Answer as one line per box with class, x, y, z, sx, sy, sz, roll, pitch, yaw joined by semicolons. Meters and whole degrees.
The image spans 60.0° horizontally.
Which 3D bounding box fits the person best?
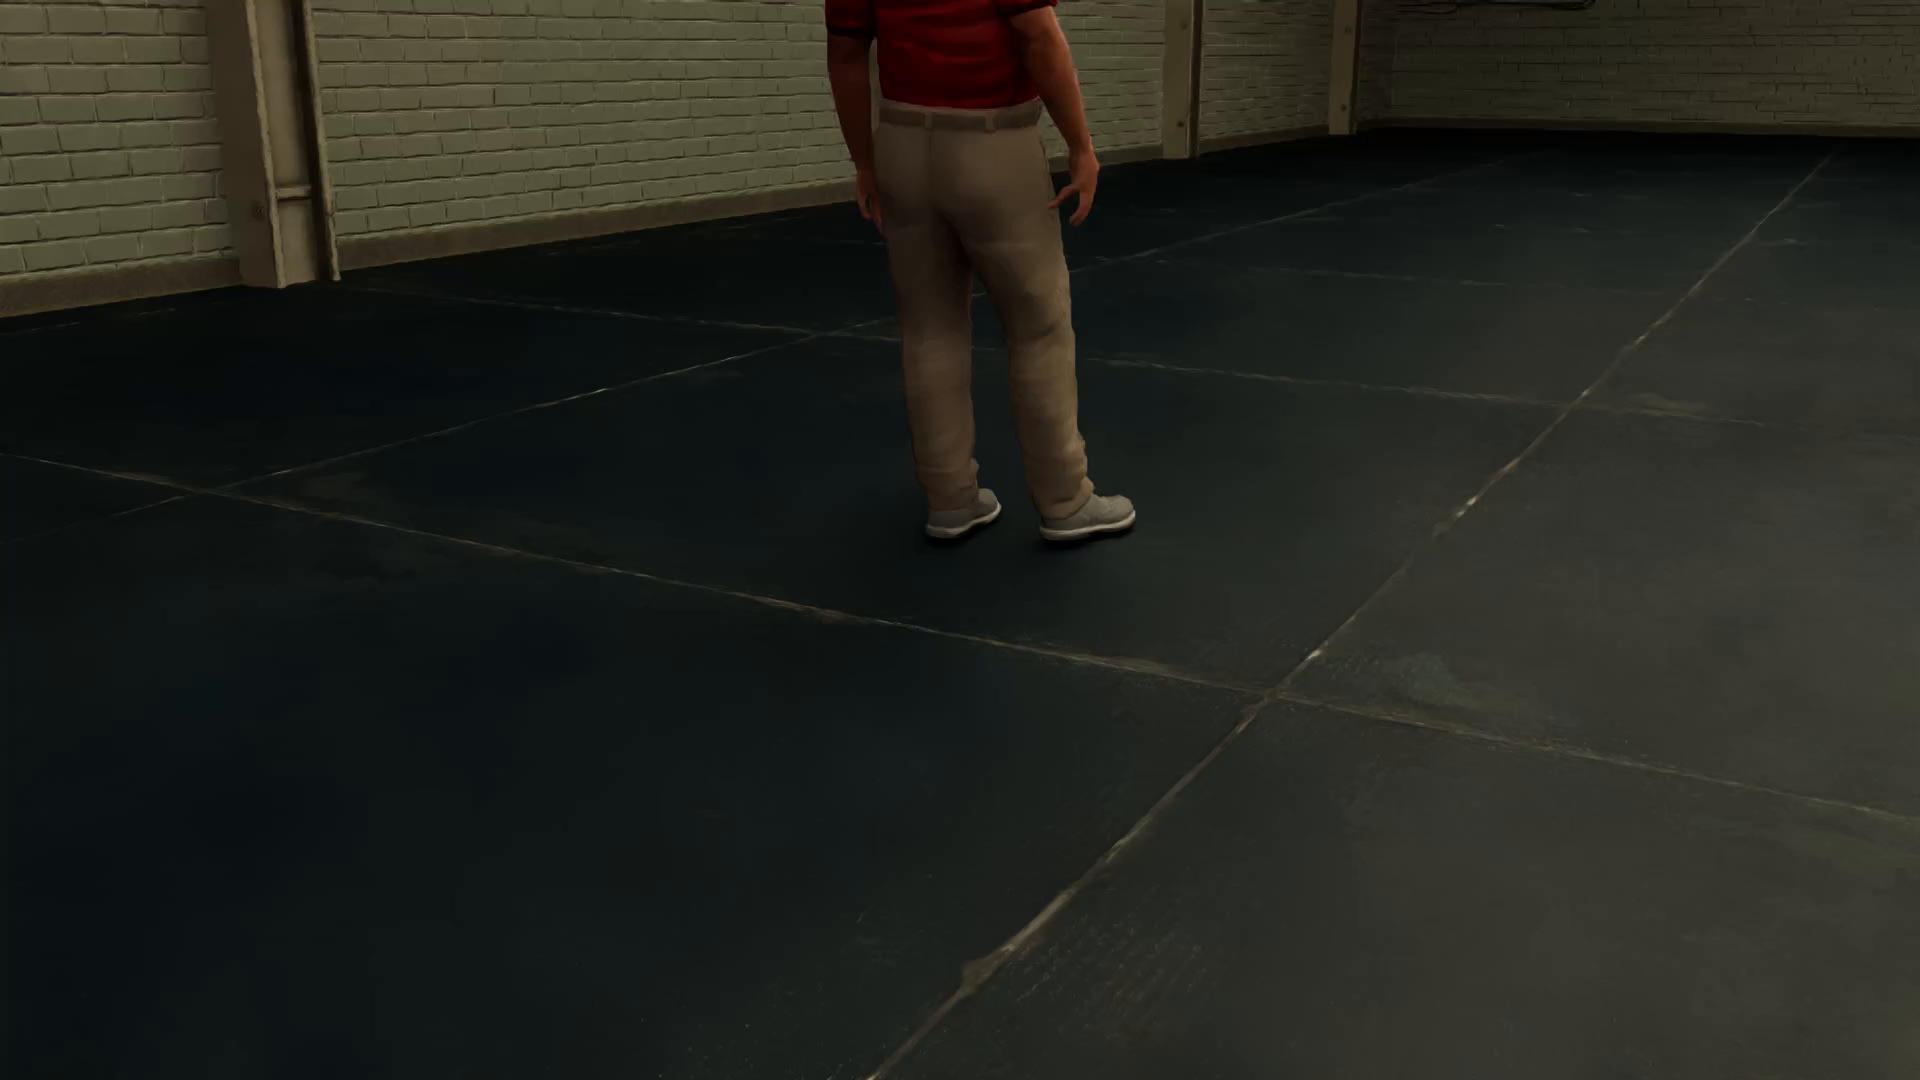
person;0.055;-0.857;3.864;0.640;1.727;0.550;9;19;28
